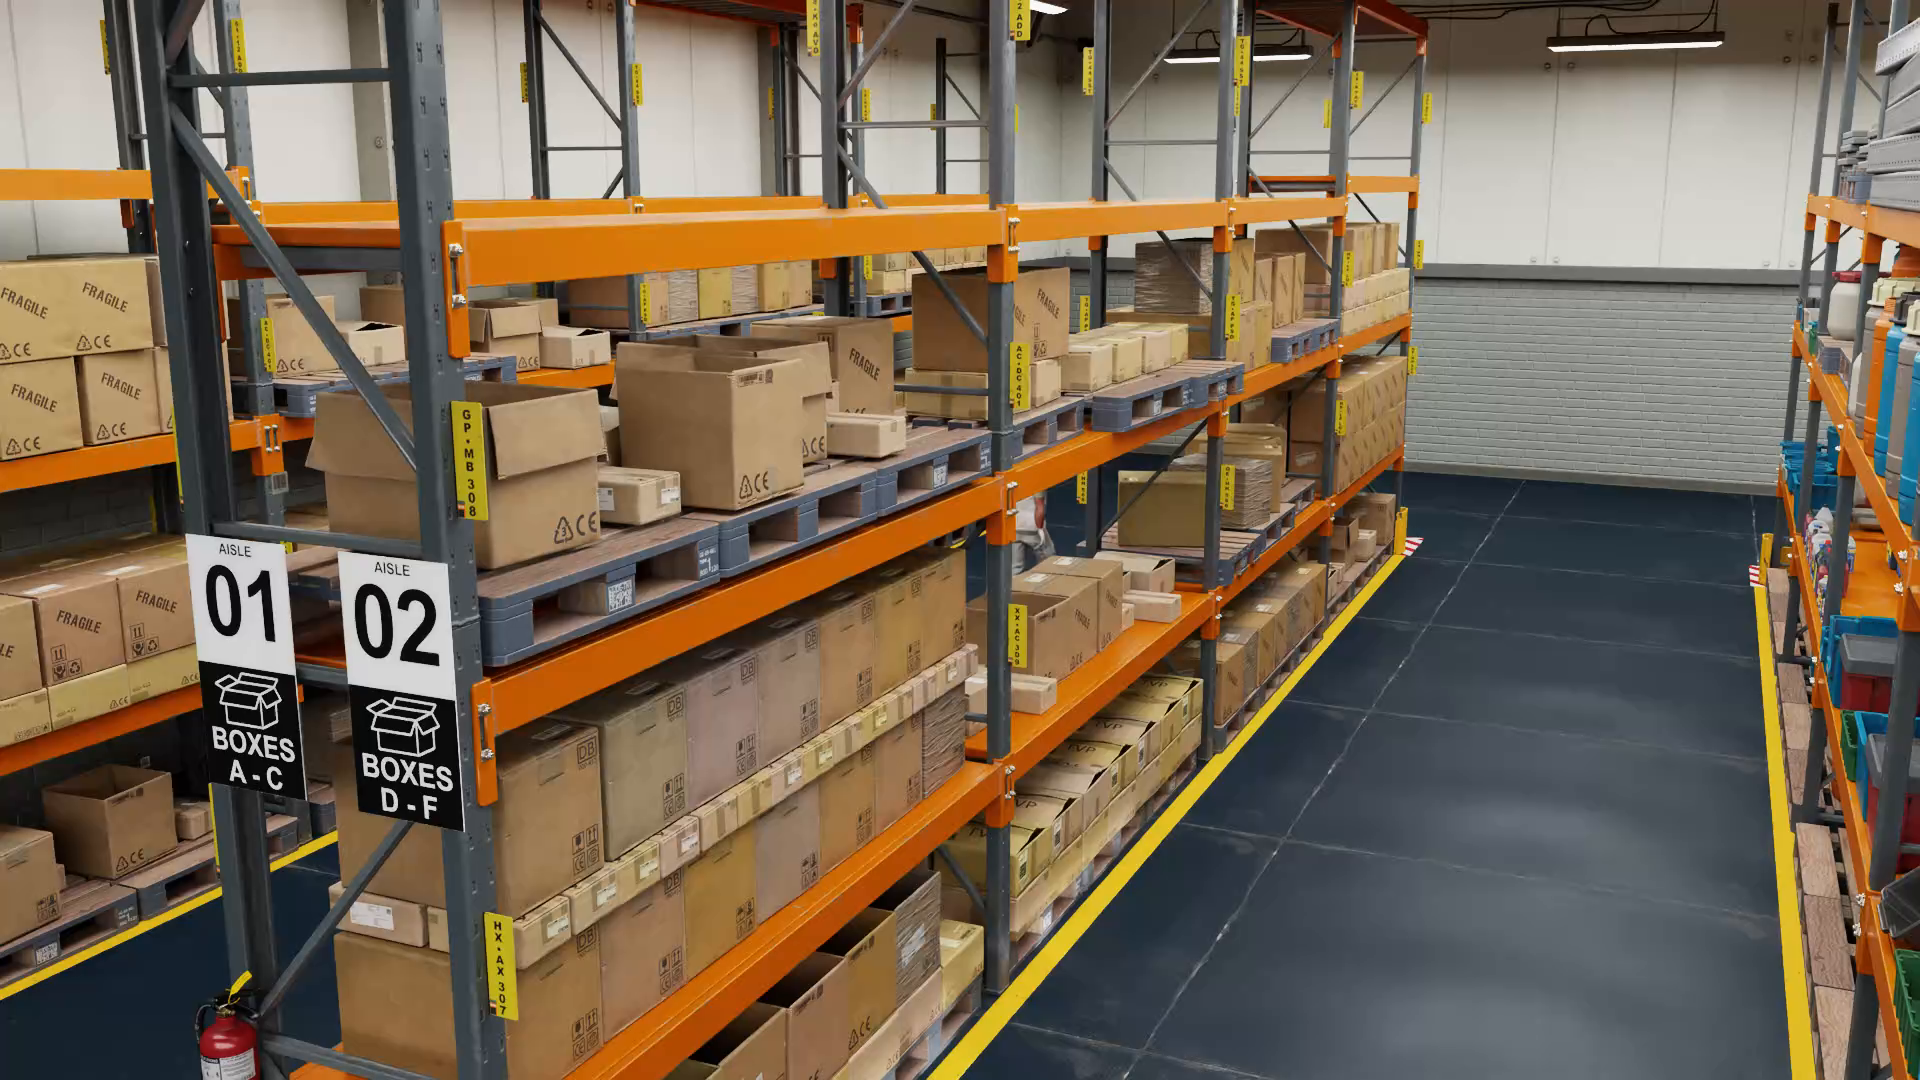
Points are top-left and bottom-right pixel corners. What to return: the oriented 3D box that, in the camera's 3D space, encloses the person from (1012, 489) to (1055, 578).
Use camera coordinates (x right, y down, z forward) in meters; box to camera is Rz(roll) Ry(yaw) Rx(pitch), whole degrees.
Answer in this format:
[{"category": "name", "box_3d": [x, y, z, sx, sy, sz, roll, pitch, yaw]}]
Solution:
[{"category": "person", "box_3d": [0.635, -0.074, 16.206, 0.579, 1.785, 0.545, 8, 15, 34]}]
